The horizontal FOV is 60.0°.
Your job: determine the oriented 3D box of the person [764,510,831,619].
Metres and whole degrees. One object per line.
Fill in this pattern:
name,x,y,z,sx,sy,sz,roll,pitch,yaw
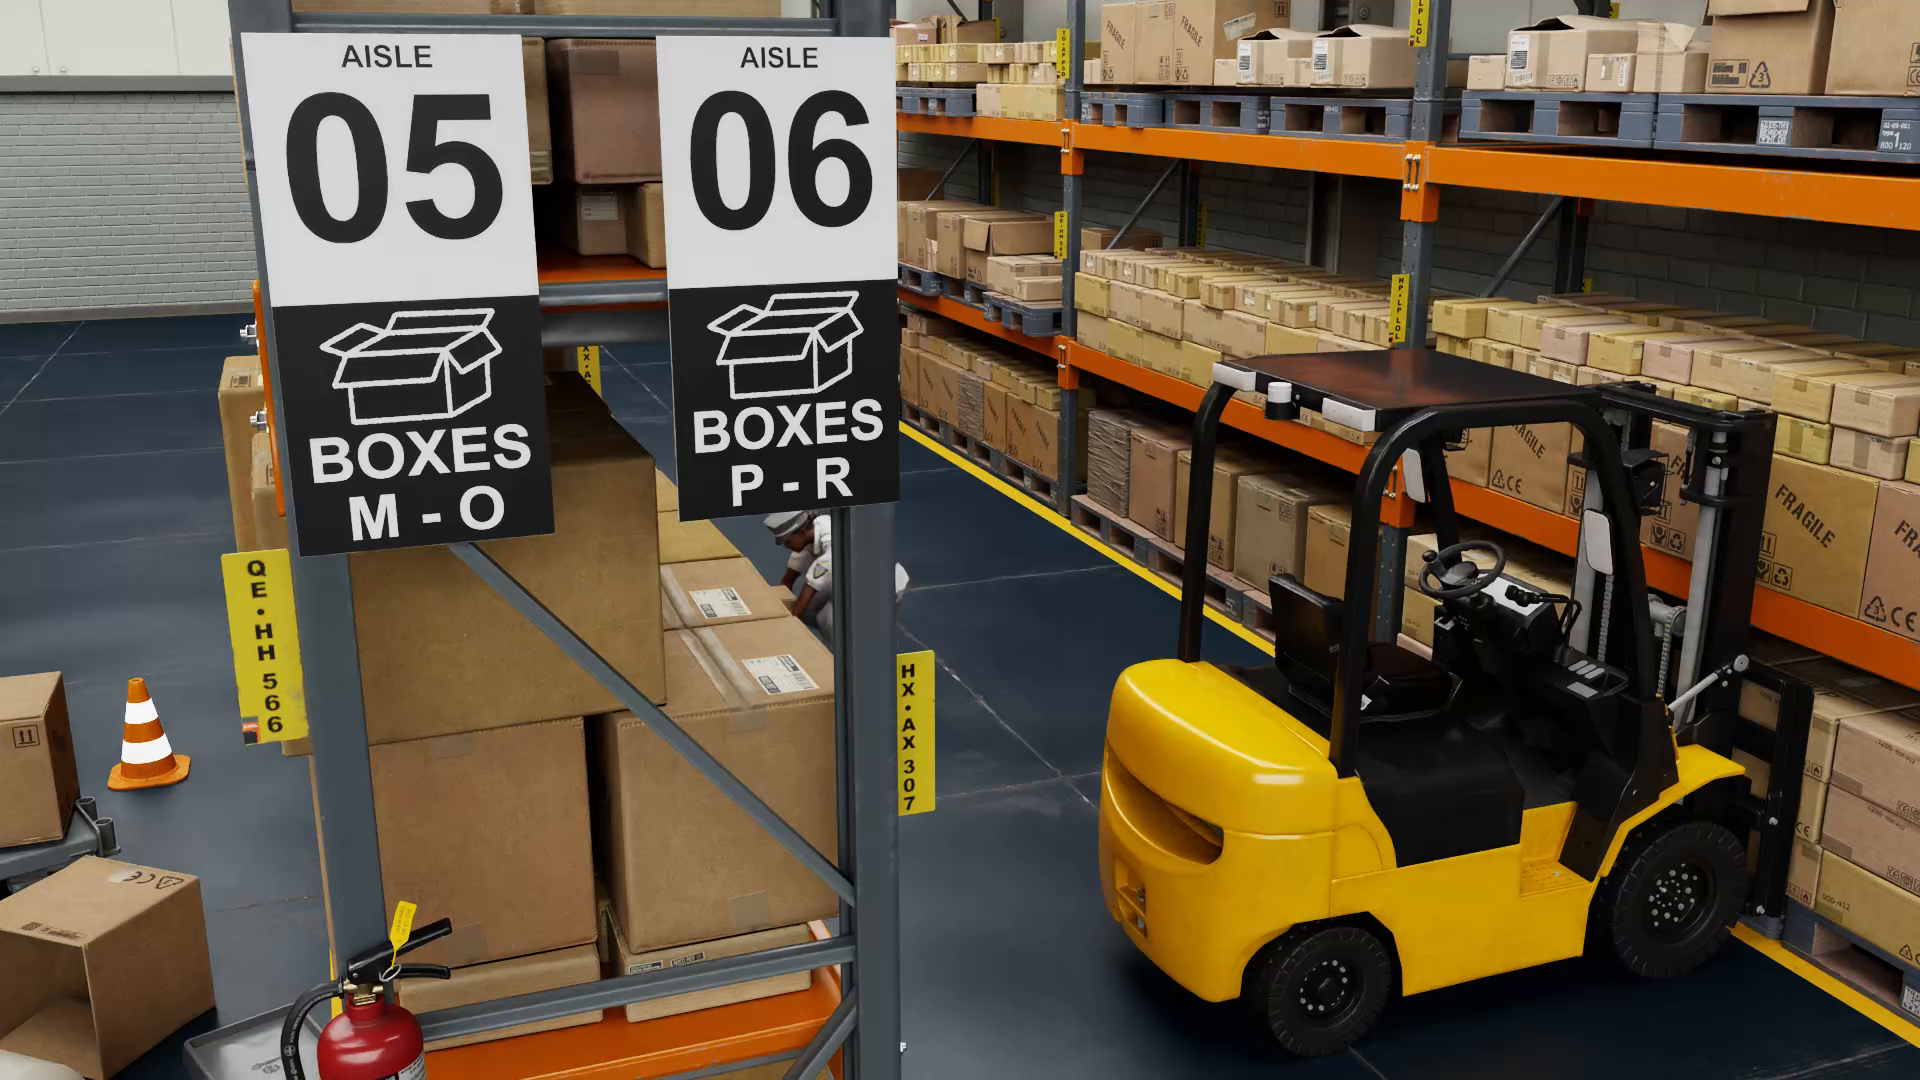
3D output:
person,-0.742,0.156,8.968,0.777,0.806,0.416,-6,17,-21
